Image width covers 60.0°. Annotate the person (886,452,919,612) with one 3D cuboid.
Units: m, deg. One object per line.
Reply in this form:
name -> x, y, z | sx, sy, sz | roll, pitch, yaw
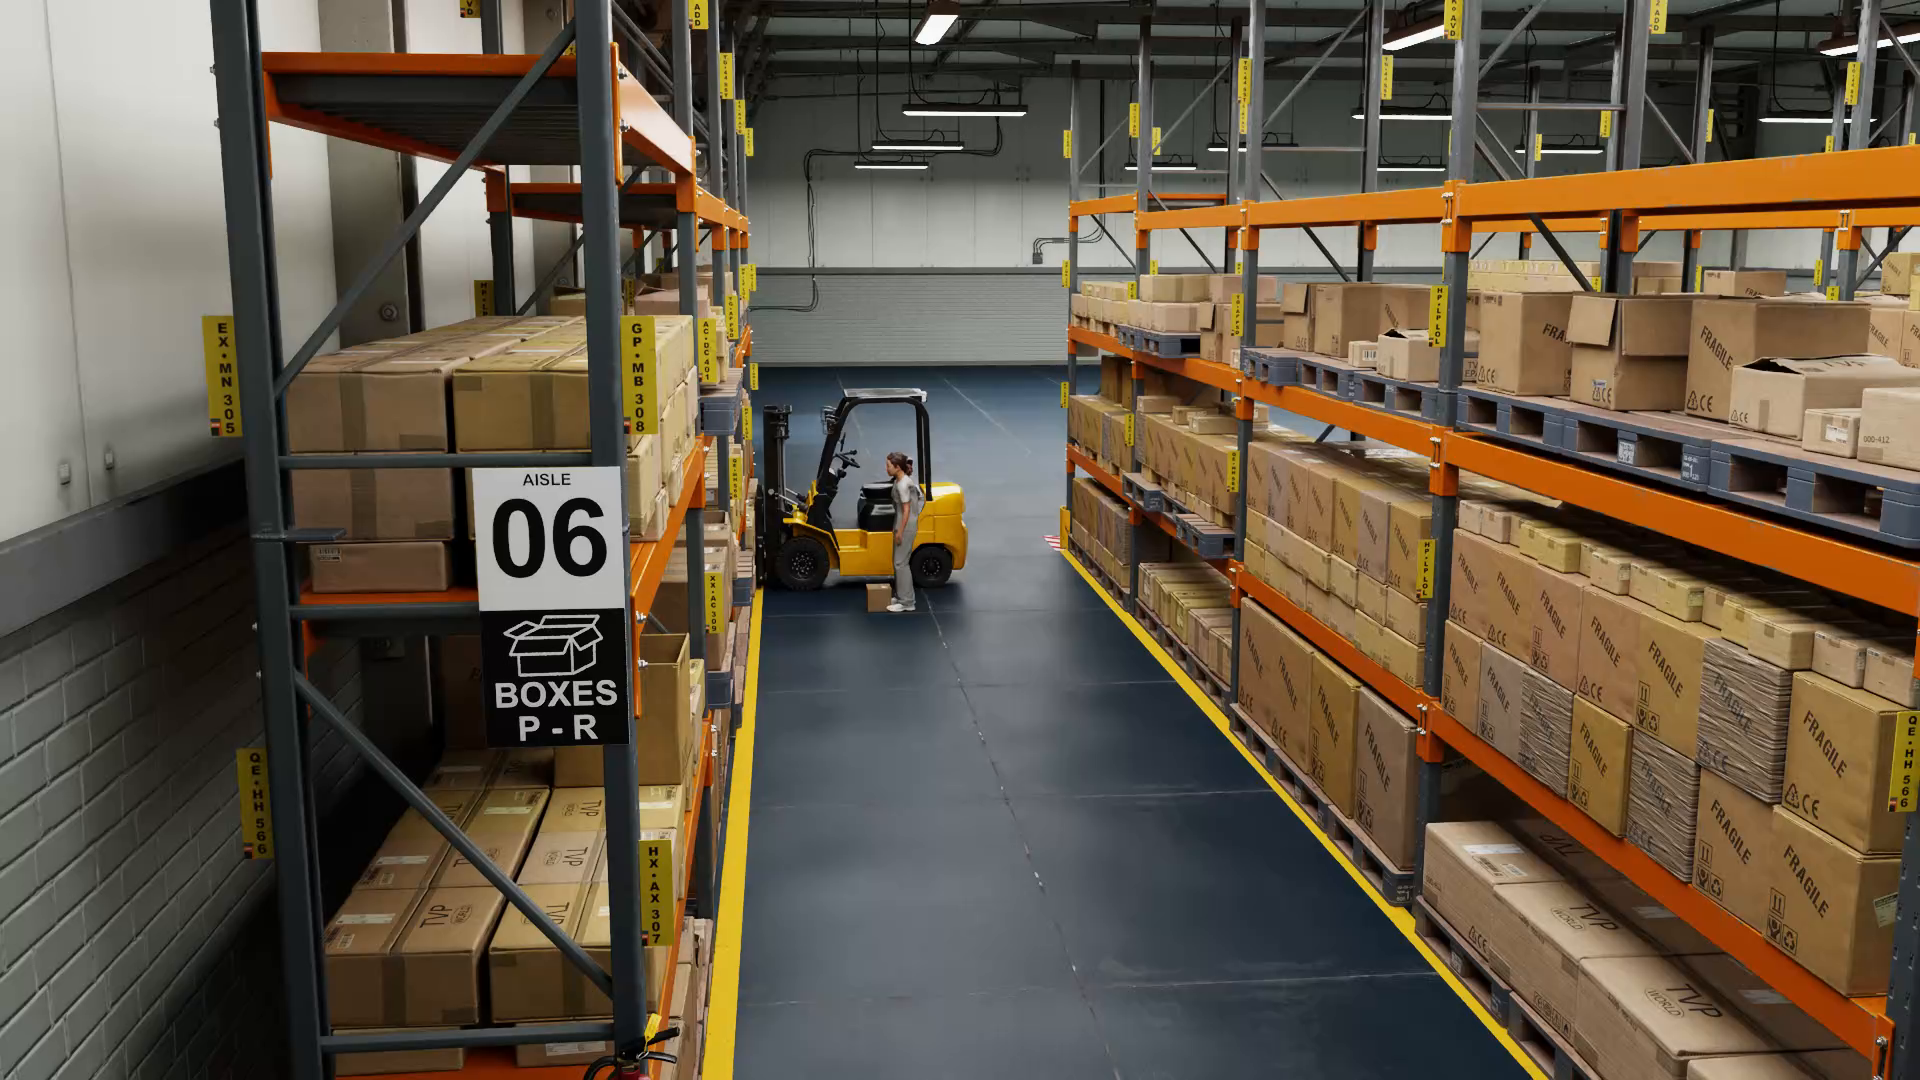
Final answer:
person -> -0.614, -0.097, 17.456 | 0.357, 1.673, 0.486 | -1, 10, -6
